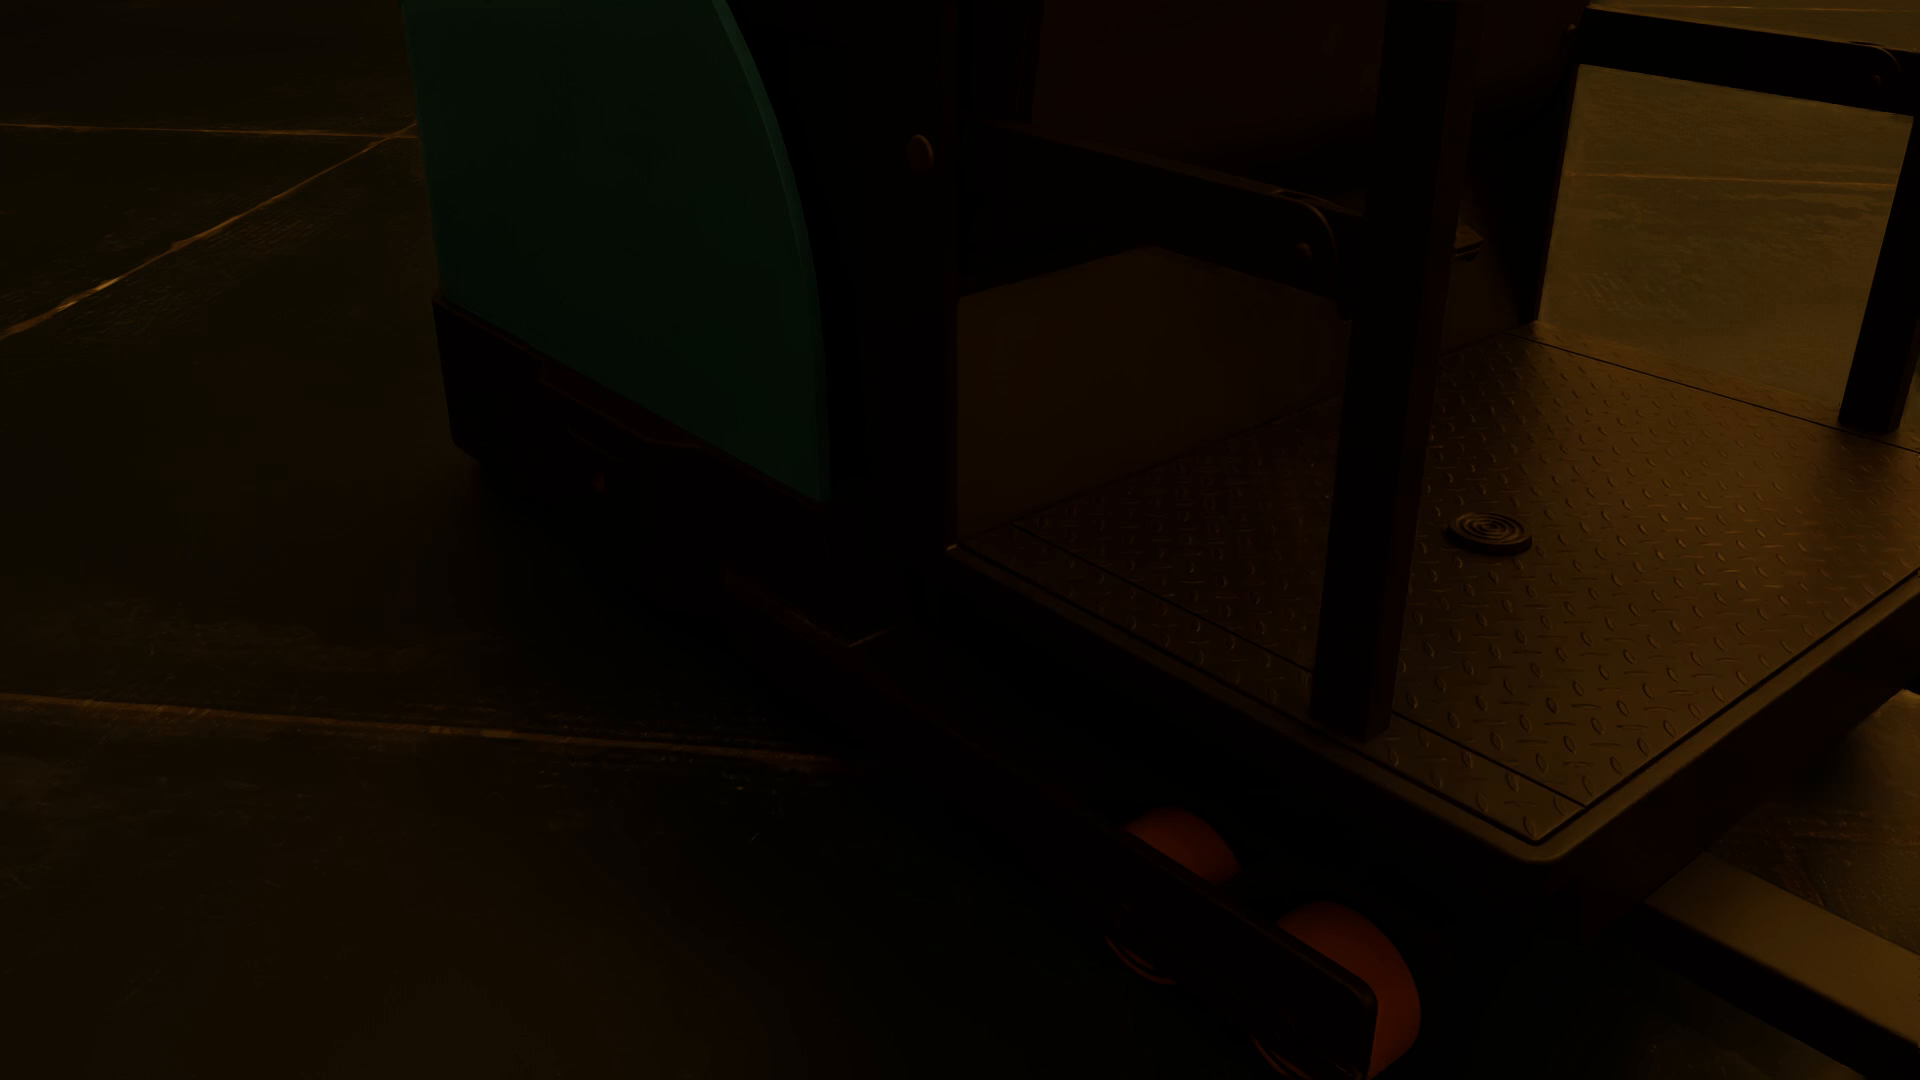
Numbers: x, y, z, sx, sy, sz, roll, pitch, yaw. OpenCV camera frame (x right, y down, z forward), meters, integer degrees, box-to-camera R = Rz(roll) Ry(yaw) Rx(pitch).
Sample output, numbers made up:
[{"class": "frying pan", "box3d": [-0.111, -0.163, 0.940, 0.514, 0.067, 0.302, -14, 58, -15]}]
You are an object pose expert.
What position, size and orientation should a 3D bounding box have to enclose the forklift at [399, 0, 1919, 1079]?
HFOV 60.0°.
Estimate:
[{"class": "forklift", "box3d": [0.524, -1.070, 1.361, 1.130, 2.935, 3.031, -21, 33, -36]}]
